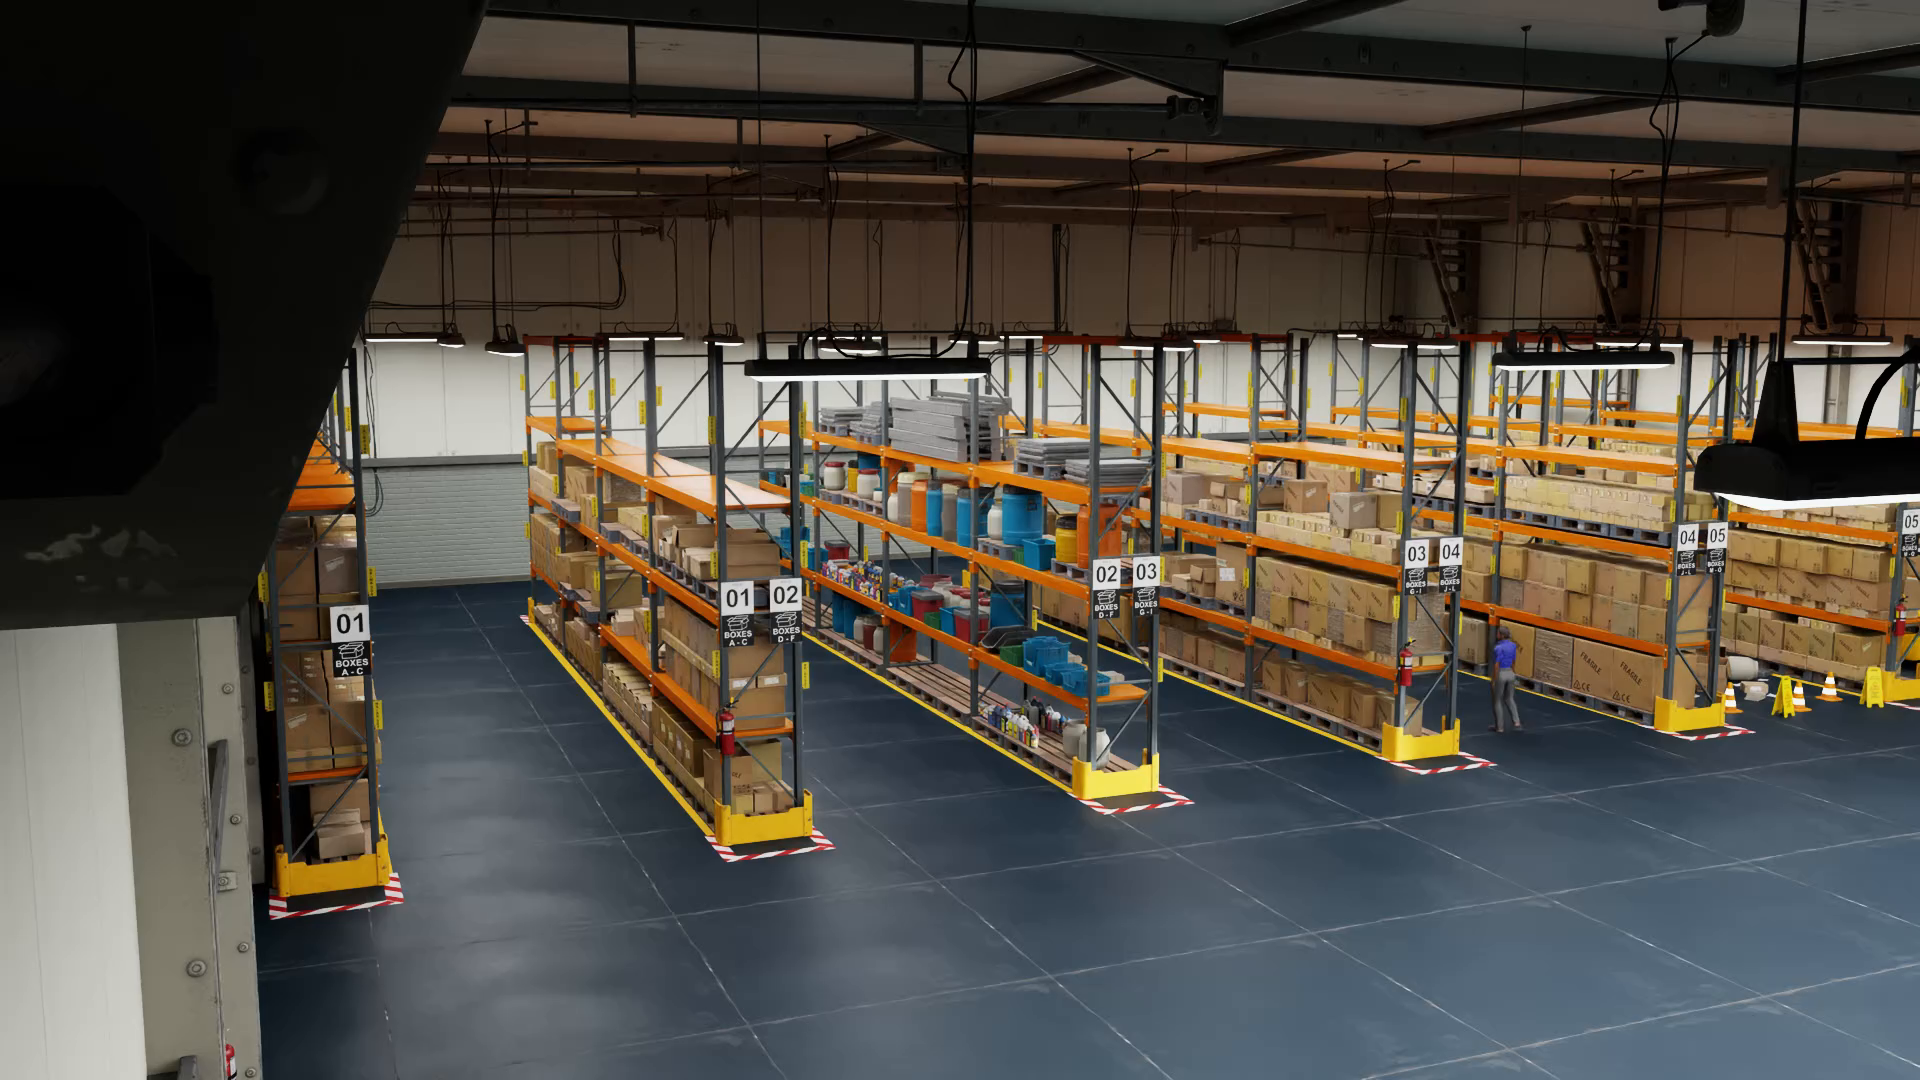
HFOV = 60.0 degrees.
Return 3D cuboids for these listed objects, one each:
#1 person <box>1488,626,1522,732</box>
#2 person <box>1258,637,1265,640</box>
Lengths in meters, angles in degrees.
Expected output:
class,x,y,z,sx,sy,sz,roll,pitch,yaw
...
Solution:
class,x,y,z,sx,sy,sz,roll,pitch,yaw
person,8.363,2.137,25.485,0.497,1.655,0.507,-3,8,-22
person,6.040,1.154,32.768,0.752,1.685,0.638,-2,8,-11
